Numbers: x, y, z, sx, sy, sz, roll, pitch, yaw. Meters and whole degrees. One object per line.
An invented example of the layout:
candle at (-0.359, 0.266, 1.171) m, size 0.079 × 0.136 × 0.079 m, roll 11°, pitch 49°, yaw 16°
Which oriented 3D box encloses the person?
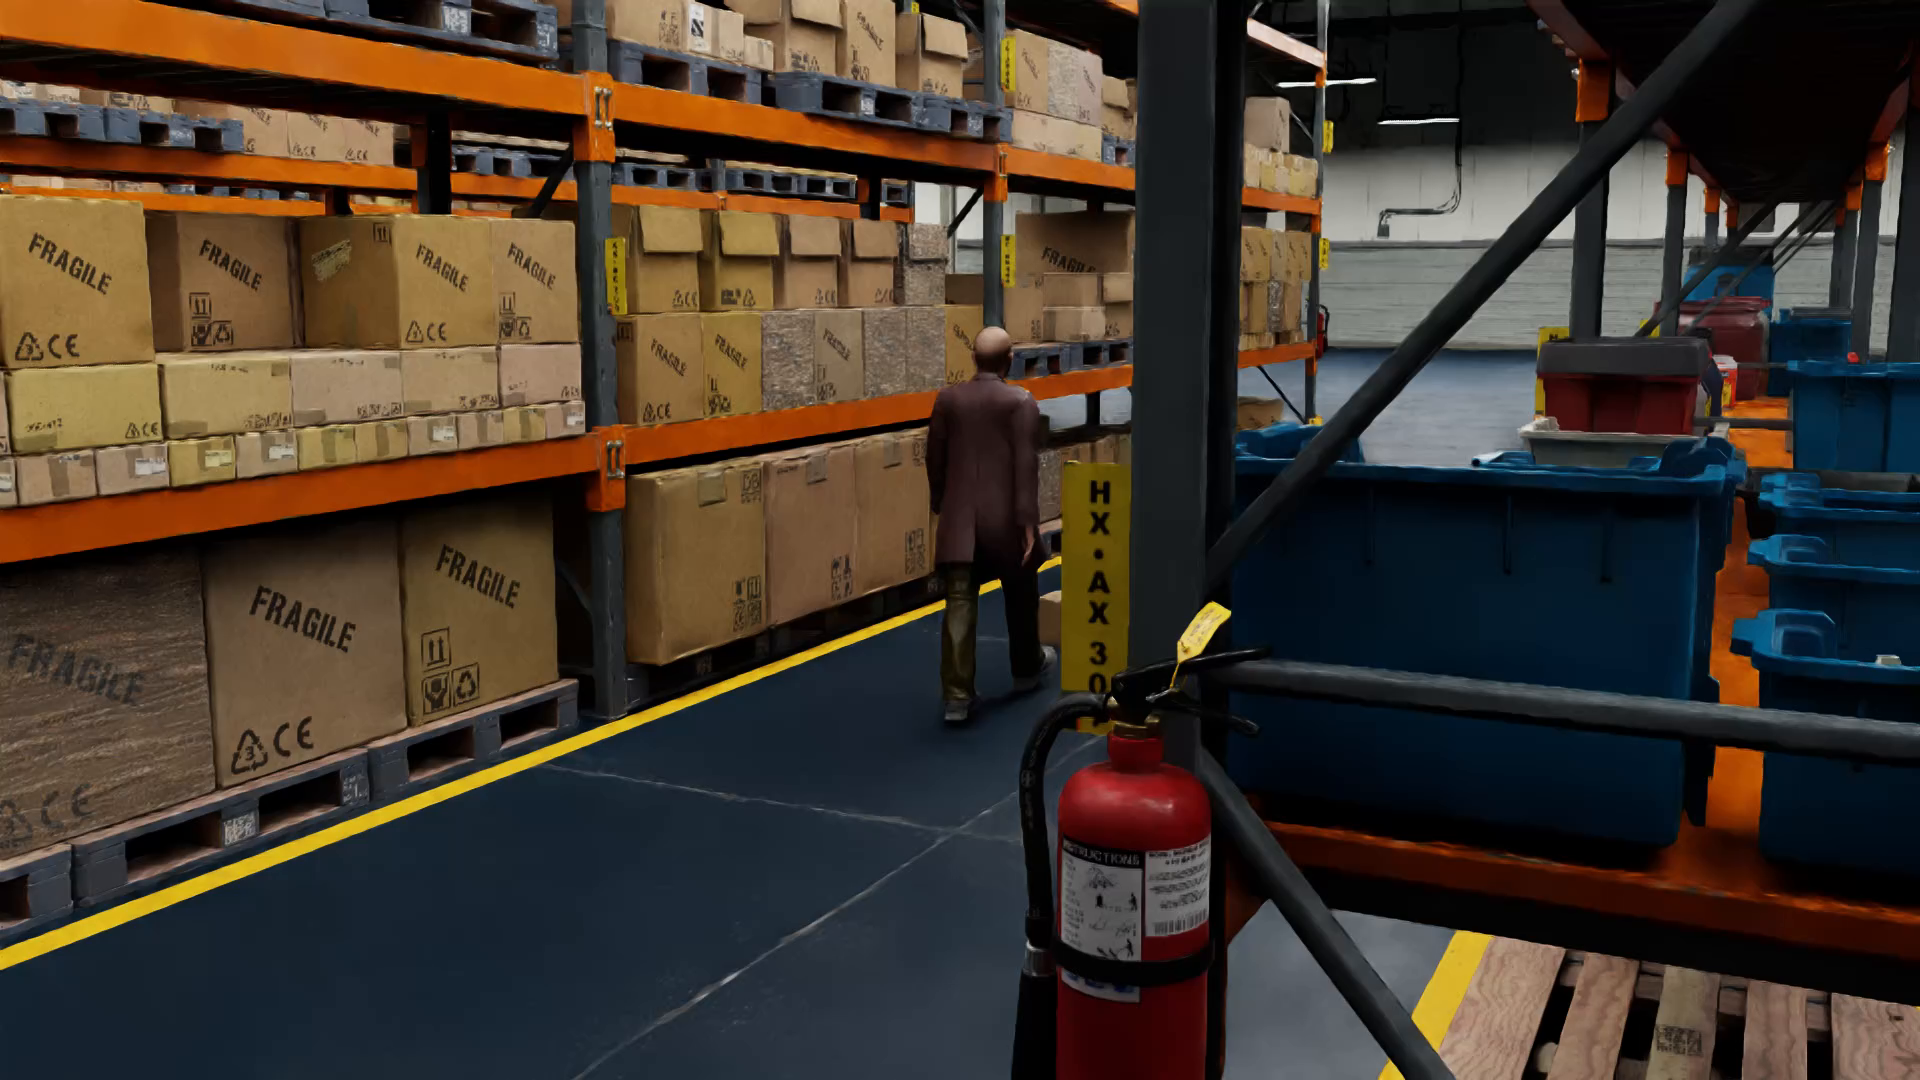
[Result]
person at (0.136, -0.117, 7.665) m, size 0.607 × 1.723 × 1.046 m, roll 3°, pitch 9°, yaw 19°
